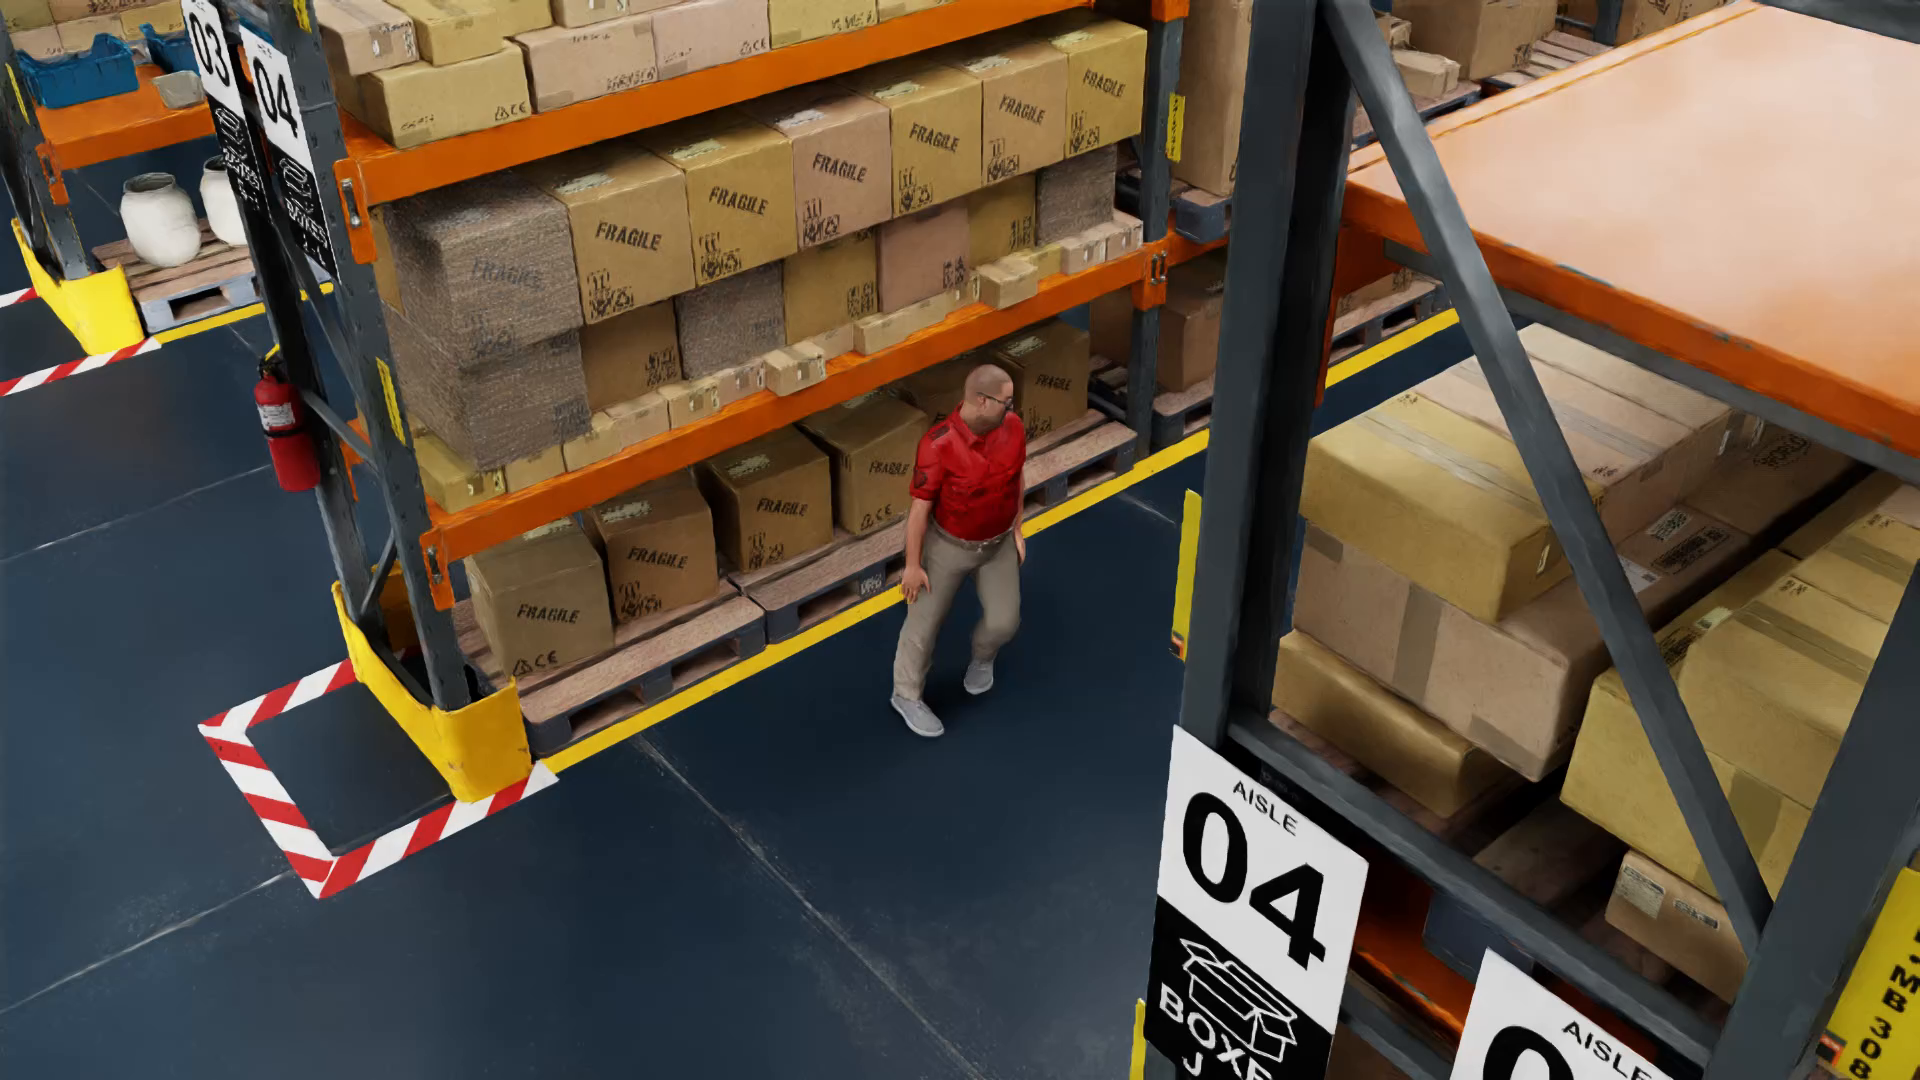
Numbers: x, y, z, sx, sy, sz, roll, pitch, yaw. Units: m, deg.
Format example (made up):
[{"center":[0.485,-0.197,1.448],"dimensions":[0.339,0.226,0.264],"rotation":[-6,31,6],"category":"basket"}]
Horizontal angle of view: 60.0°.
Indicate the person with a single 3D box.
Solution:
[{"center":[0.016,-0.002,7.038],"dimensions":[0.643,1.622,0.397],"rotation":[-17,39,-22],"category":"person"}]
